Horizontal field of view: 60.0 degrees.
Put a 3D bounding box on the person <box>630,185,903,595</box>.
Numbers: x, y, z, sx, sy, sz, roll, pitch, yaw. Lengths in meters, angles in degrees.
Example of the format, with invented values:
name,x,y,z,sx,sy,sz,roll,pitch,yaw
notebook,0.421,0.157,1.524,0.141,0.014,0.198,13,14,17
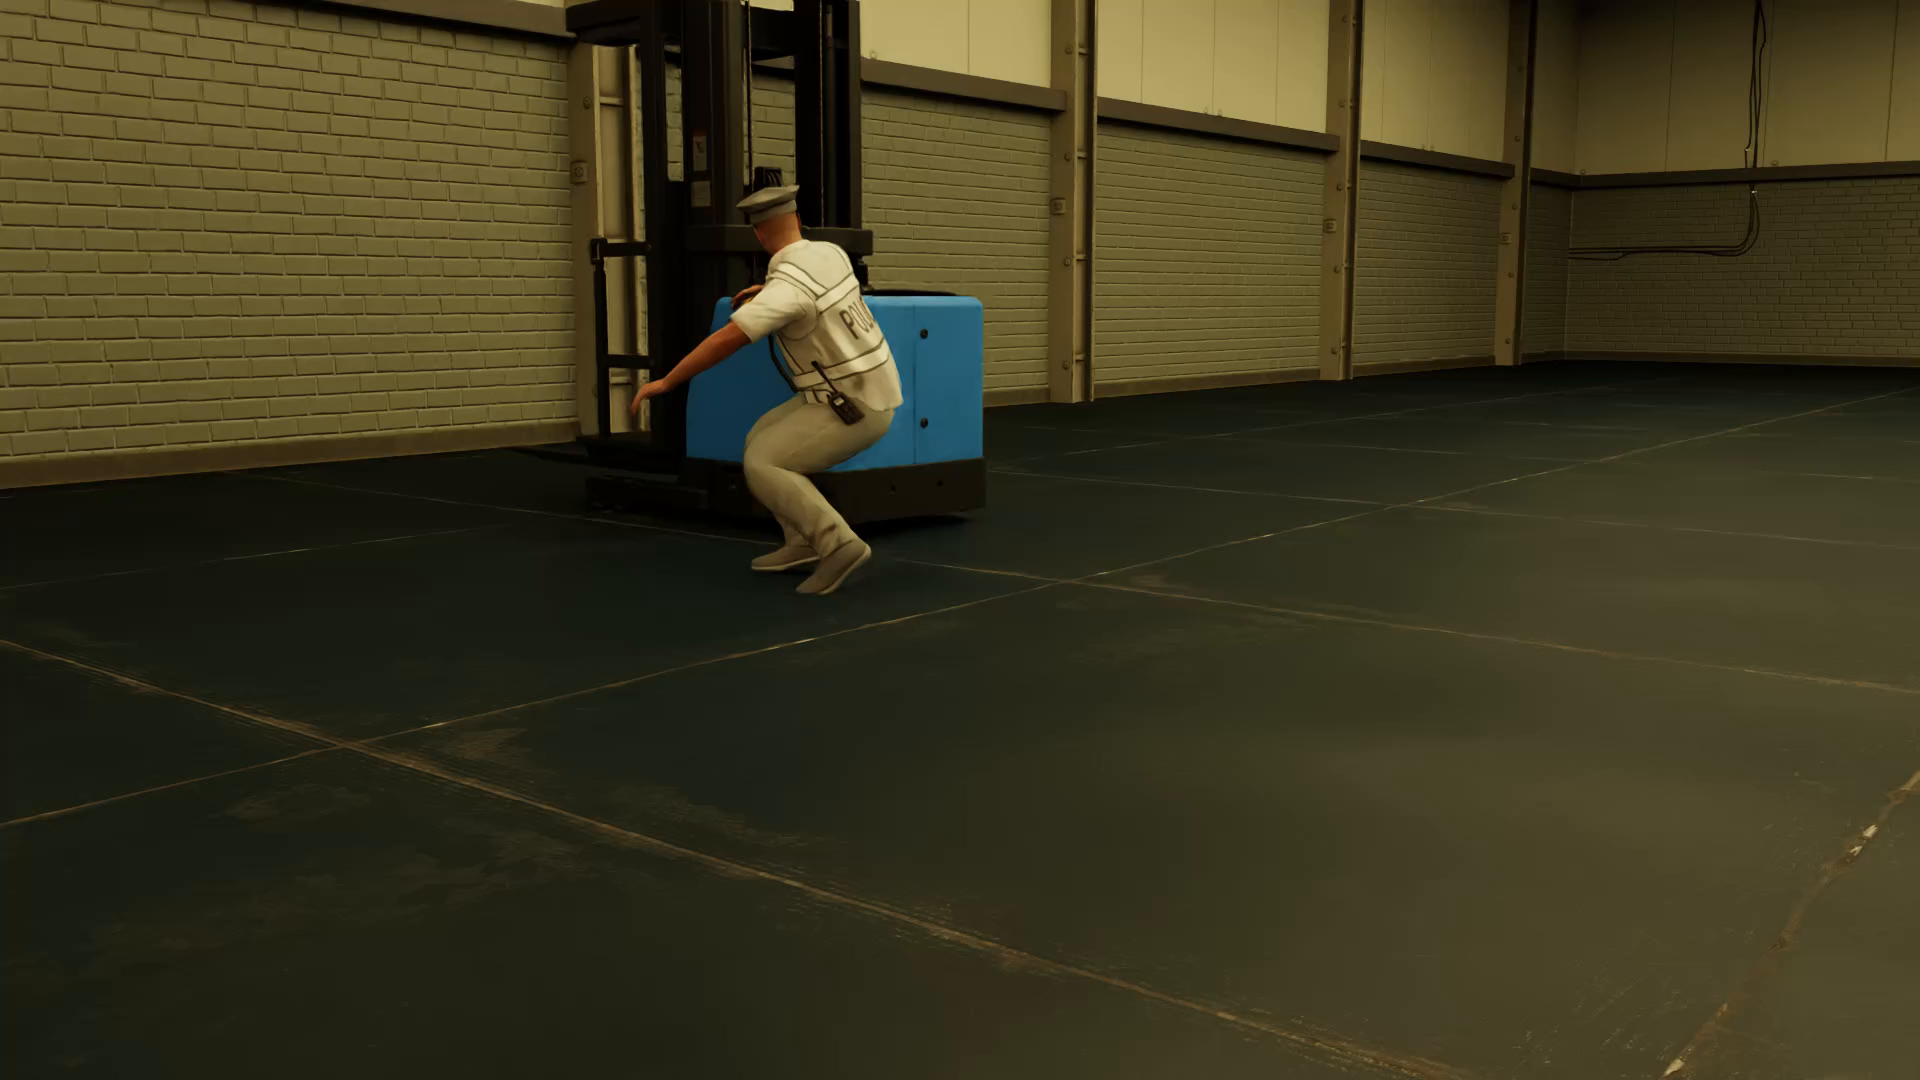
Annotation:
name,x,y,z,sx,sy,sz,roll,pitch,yaw
person,-0.691,-0.554,6.219,0.963,1.514,0.796,0,8,1

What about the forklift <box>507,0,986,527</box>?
name,x,y,z,sx,sy,sz,roll,pitch,yaw
forklift,-1.278,-1.641,8.499,3.031,2.935,1.130,8,12,44
